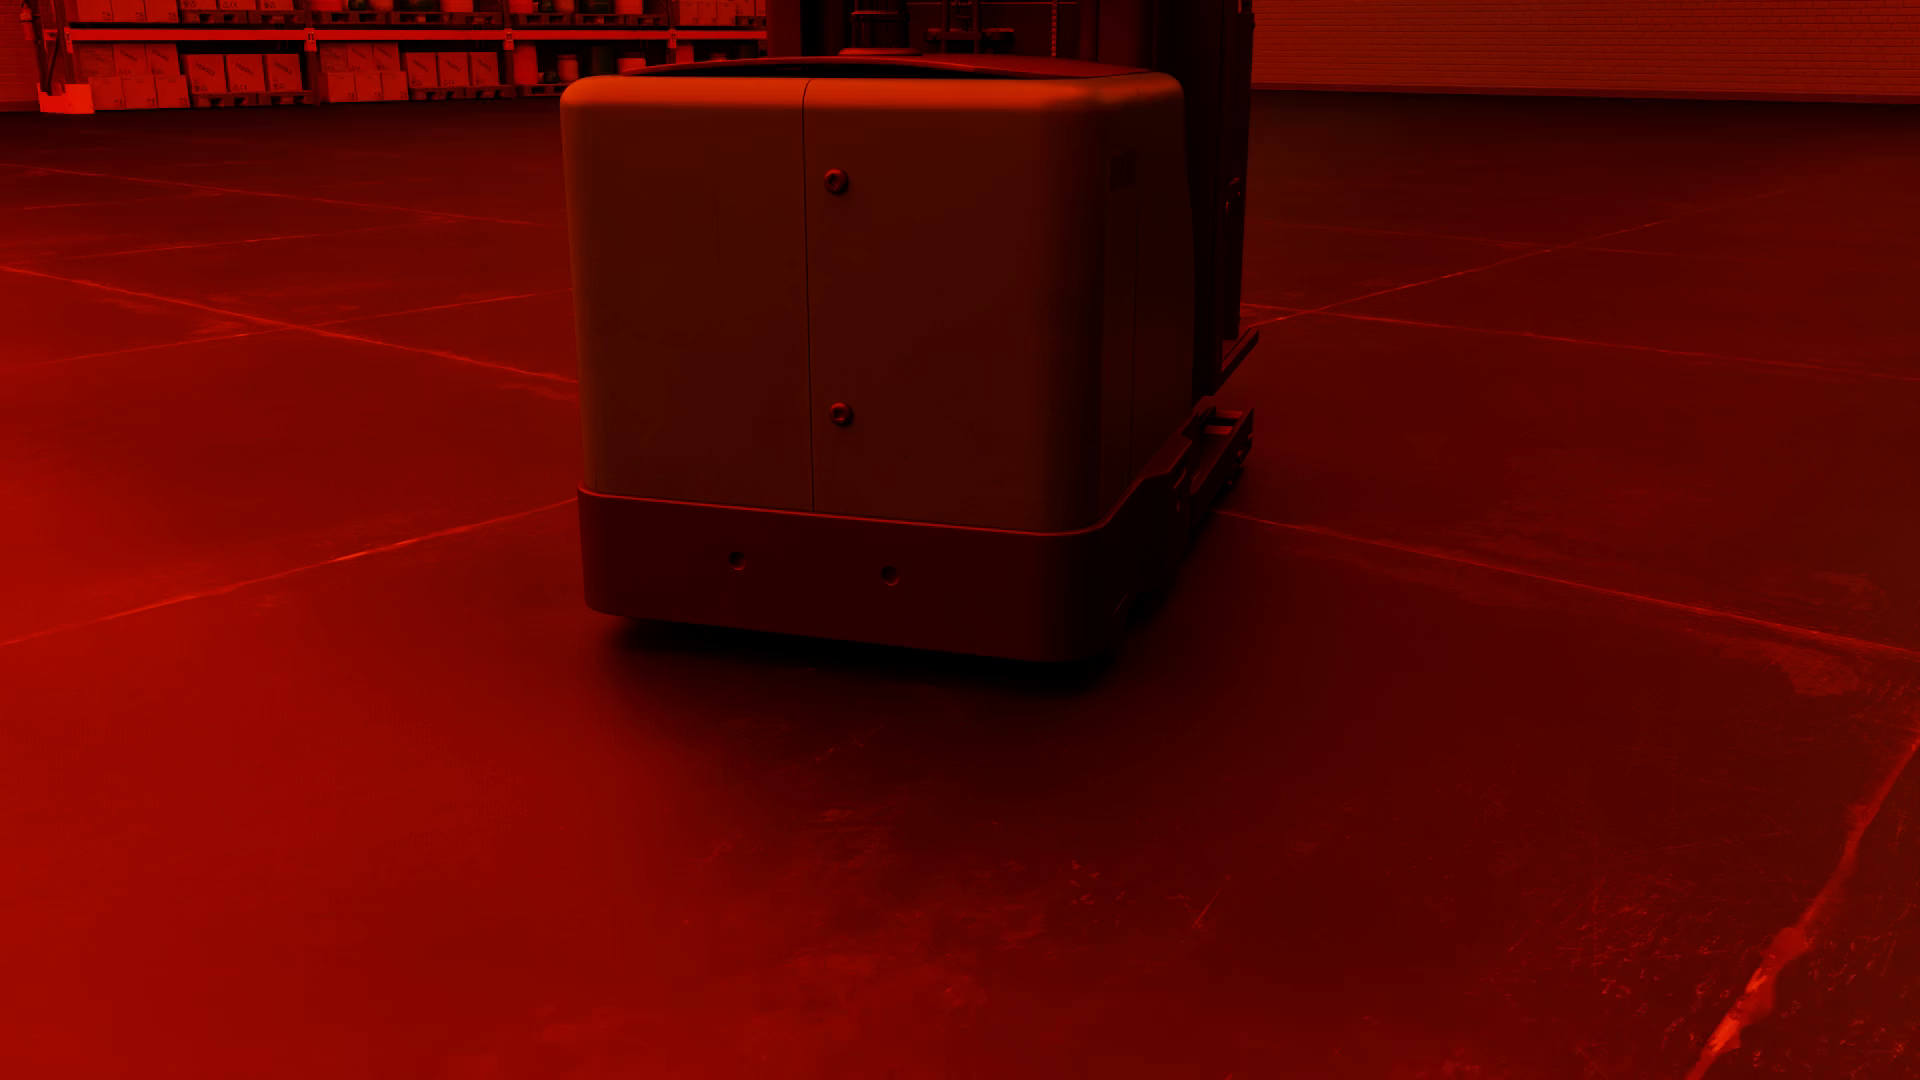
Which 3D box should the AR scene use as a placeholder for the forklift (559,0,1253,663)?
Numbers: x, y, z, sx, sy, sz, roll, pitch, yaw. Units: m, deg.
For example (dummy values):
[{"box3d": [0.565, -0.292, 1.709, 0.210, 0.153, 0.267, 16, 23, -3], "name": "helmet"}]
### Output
[{"box3d": [0.019, -1.378, 3.586, 1.129, 2.843, 1.939, 5, 18, 17], "name": "forklift"}]
